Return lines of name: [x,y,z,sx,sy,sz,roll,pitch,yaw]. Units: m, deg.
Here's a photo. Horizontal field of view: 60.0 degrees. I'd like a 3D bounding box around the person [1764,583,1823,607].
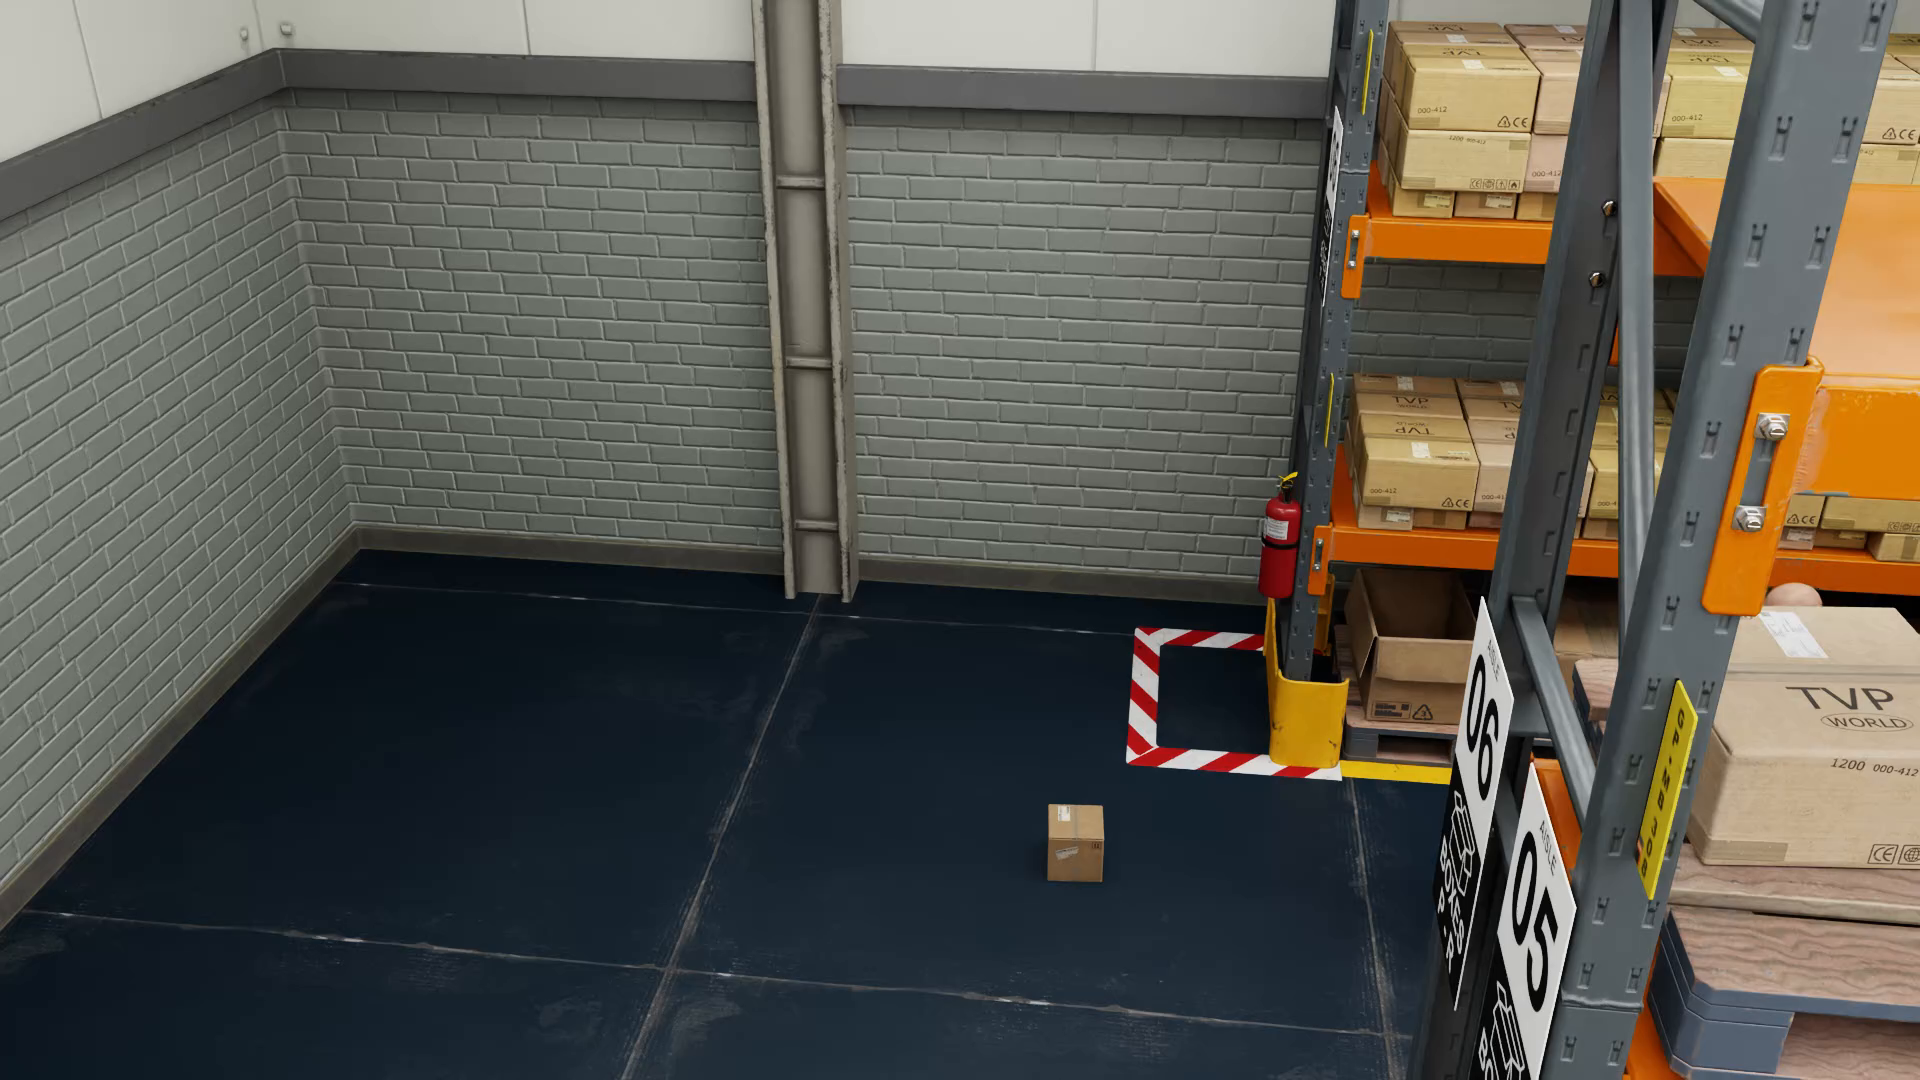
person: [3.232,0.937,6.835,0.756,1.759,0.590,2,28,4]
